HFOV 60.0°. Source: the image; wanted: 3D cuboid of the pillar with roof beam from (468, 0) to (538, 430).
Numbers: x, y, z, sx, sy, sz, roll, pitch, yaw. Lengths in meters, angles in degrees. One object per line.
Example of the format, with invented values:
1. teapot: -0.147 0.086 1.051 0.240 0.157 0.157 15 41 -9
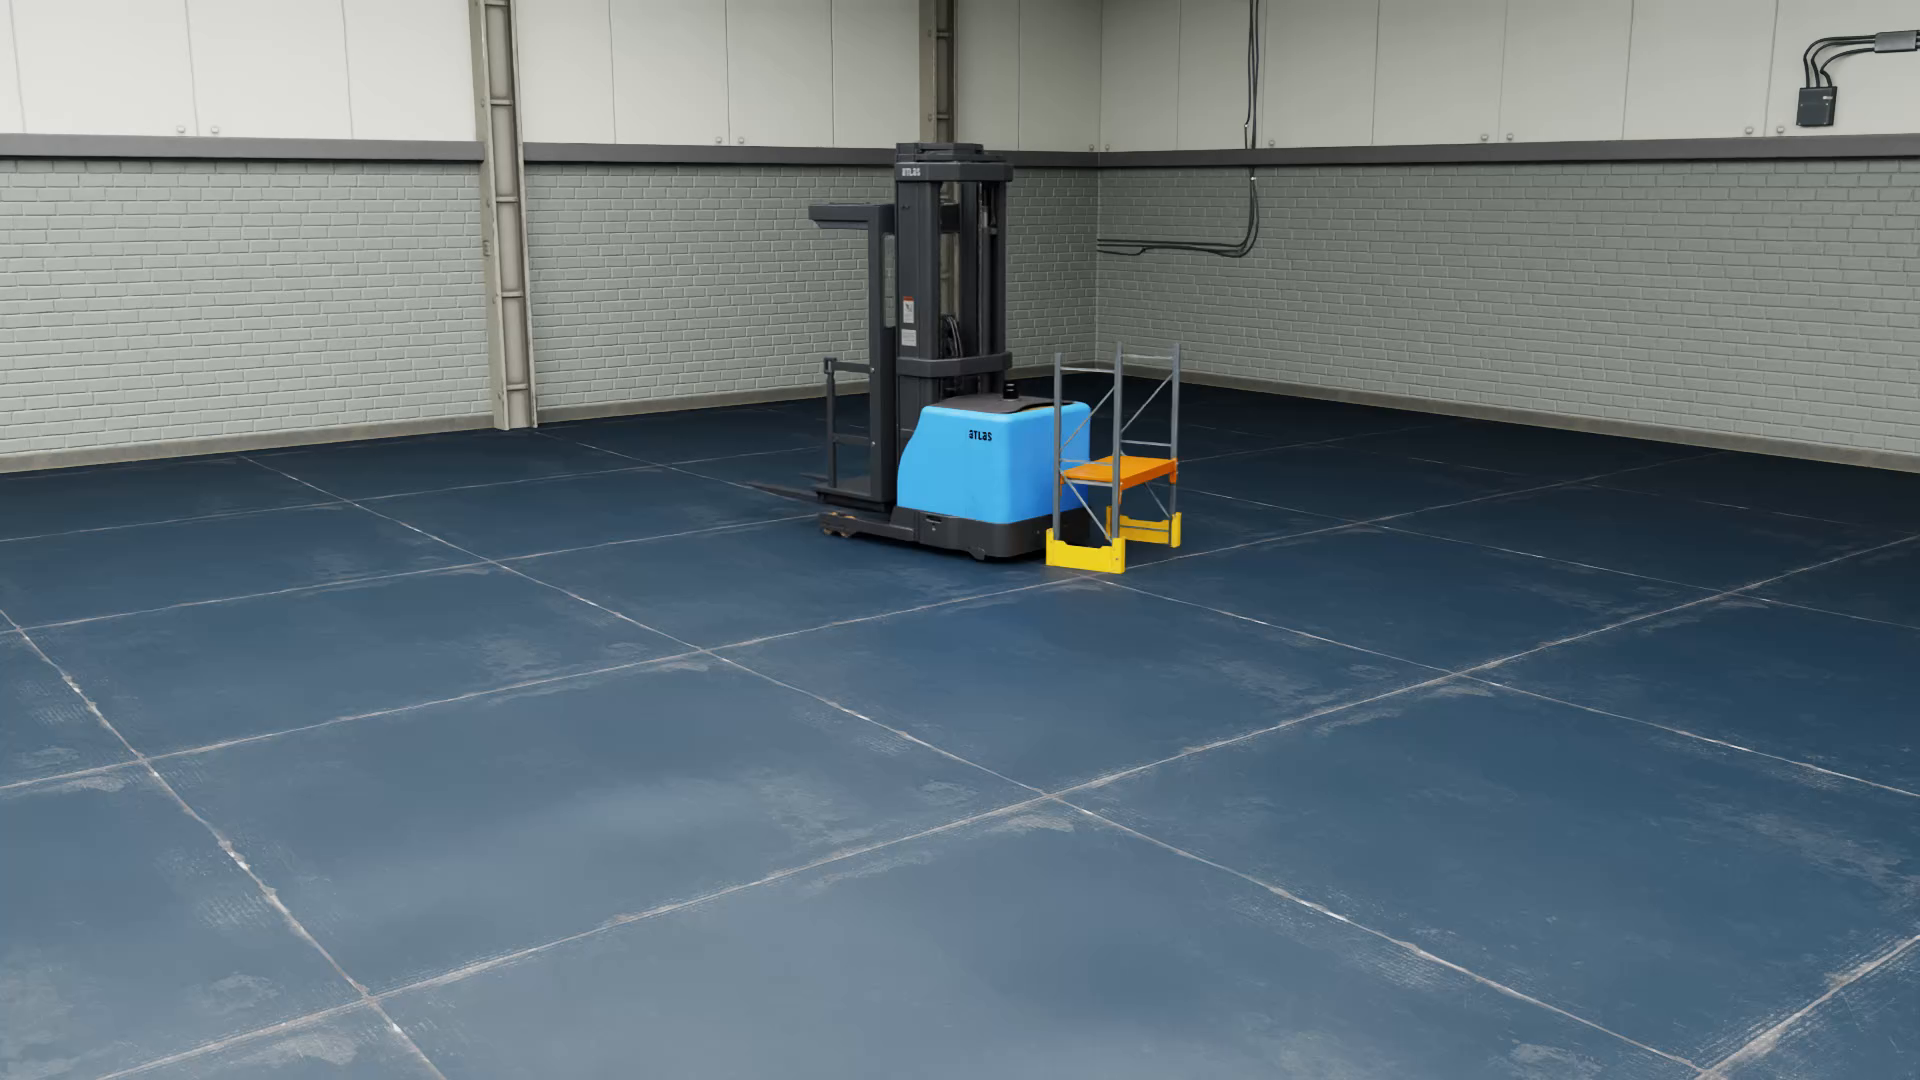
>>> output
1. pillar with roof beam: -2.273 -4.964 14.343 0.400 9.000 9.100 -9 15 -38

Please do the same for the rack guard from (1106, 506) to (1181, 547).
1. rack guard: 1.378 -0.103 12.514 0.587 0.250 0.087 7 14 29

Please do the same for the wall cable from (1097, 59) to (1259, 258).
1. wall cable: 2.850 -5.090 22.410 0.112 2.526 3.097 -9 15 -38

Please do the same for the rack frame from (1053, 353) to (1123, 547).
1. rack frame: 0.878 -0.535 11.539 0.500 1.500 0.032 7 14 29

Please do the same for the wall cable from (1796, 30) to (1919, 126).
1. wall cable: 8.768 -6.731 14.473 0.169 6.003 2.305 -9 15 -38

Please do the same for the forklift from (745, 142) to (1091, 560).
1. forklift: -0.451 -1.526 12.758 3.031 2.935 1.130 11 16 42

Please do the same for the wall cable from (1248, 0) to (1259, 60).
1. wall cable: 4.540 -7.122 19.819 0.112 2.526 3.097 -9 15 -38

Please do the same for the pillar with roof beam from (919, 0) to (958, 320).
1. pillar with roof beam: 2.413 -5.743 18.009 0.400 9.000 9.100 -9 15 -38

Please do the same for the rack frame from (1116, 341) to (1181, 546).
1. rack frame: 1.387 -0.718 12.400 0.500 1.500 0.032 7 14 29

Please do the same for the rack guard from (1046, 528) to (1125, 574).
1. rack guard: 0.879 0.076 11.670 0.587 0.250 0.087 7 14 29

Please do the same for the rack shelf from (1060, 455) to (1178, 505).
1. rack shelf: 1.133 -0.451 12.007 0.538 0.185 1.000 7 14 29

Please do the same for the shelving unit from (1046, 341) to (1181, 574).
1. shelving unit: 1.128 -0.625 11.962 0.587 1.500 1.083 7 14 29
